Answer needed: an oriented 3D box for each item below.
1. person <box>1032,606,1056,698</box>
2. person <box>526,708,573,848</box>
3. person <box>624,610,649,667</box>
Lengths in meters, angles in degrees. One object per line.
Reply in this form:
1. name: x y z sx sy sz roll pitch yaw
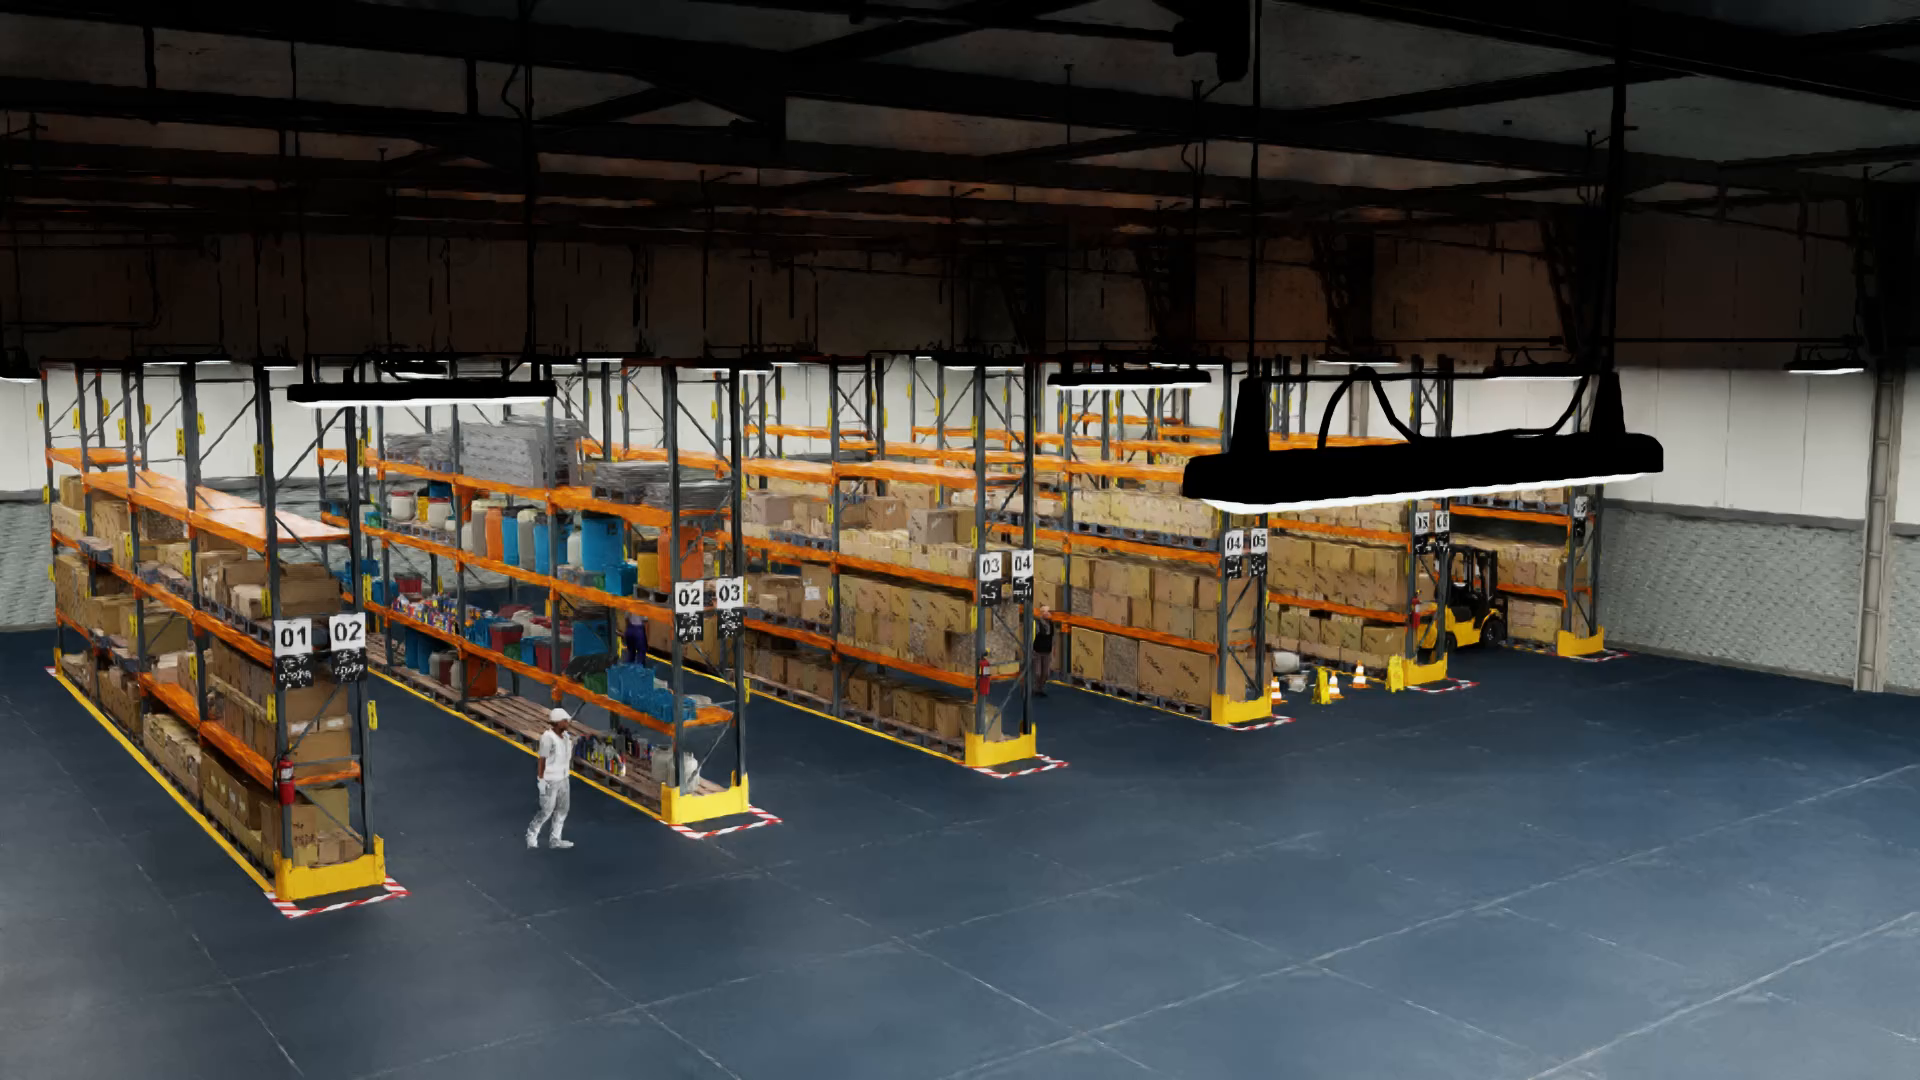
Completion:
1. person: 1.413 1.945 29.471 0.677 1.613 0.534 -5 9 -38
2. person: -5.127 2.942 20.756 0.575 1.709 0.599 2 7 19
3. person: -6.035 1.861 31.187 0.530 1.461 0.430 3 7 24
